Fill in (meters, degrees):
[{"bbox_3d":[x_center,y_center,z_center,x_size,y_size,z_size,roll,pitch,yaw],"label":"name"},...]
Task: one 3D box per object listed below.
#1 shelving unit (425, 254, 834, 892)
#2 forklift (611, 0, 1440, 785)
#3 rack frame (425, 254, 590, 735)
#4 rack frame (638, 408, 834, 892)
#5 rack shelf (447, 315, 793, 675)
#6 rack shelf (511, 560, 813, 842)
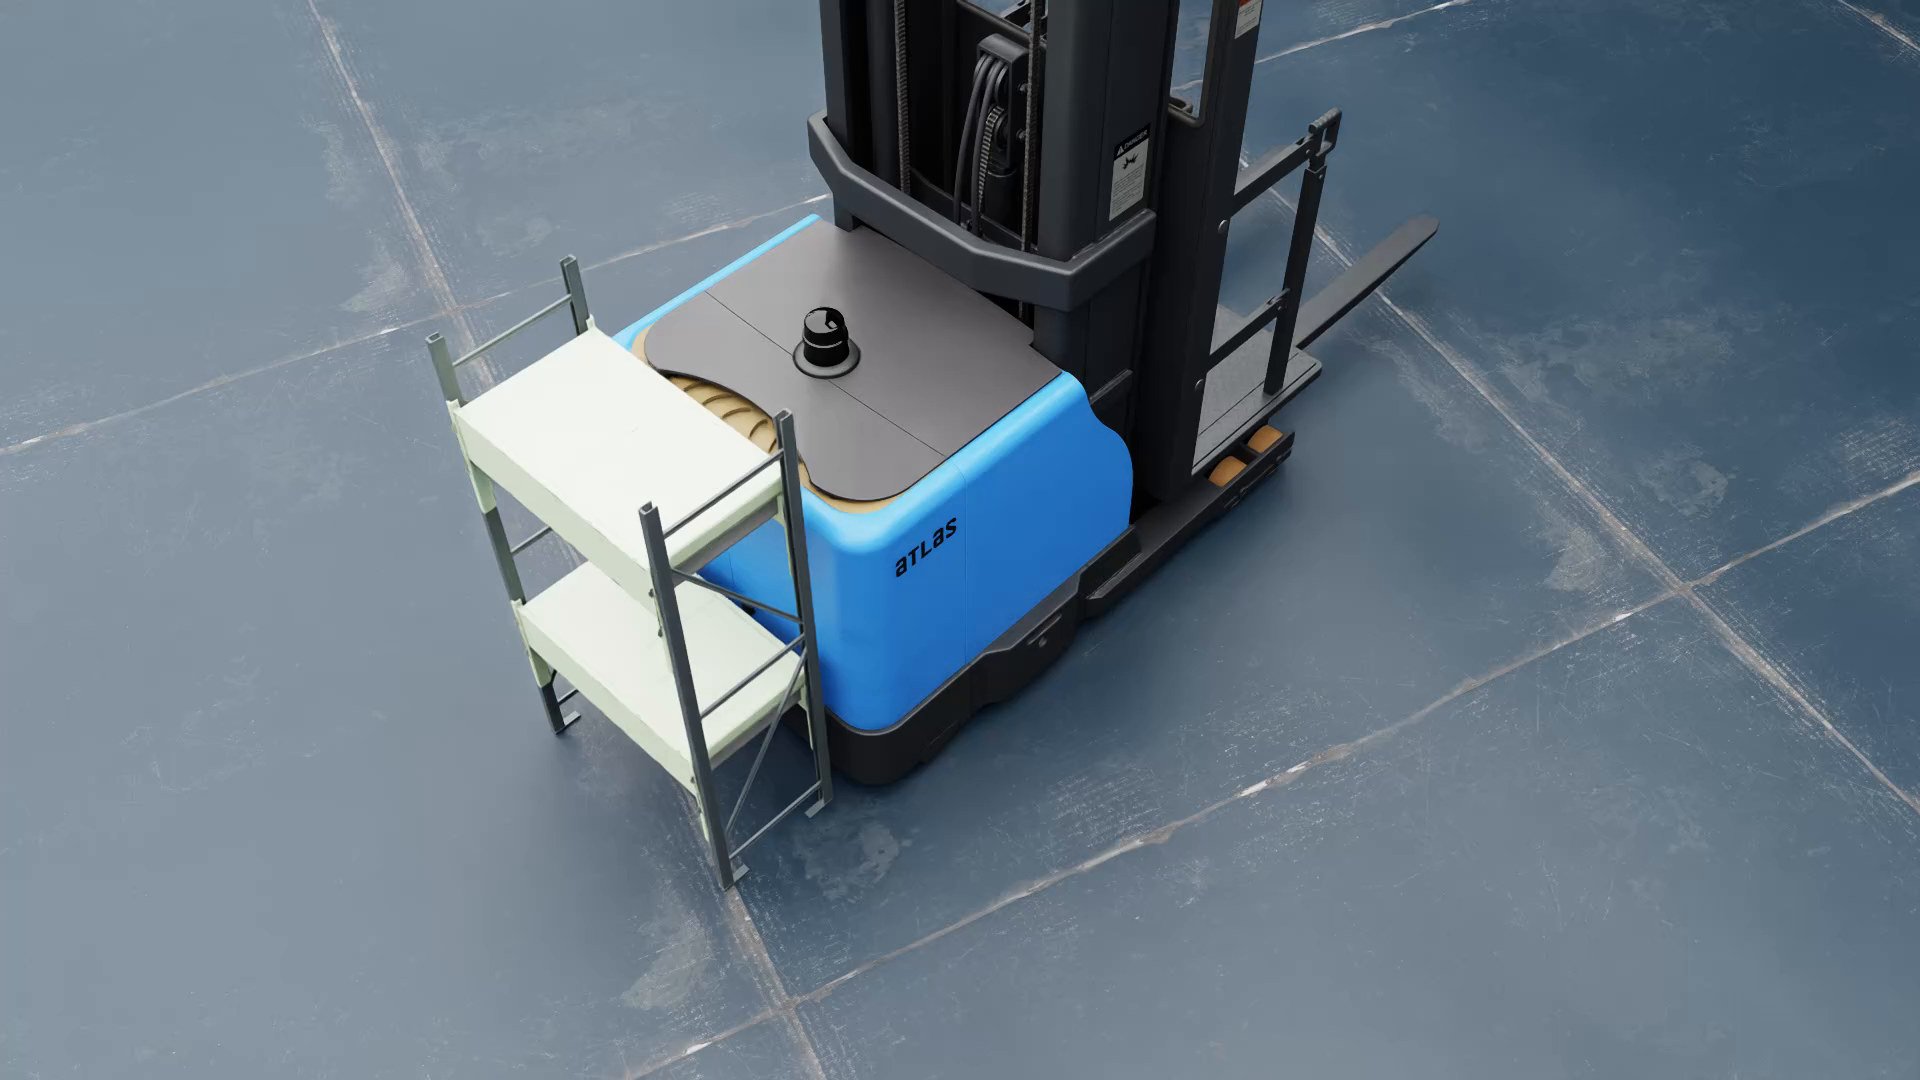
[{"bbox_3d":[-0.762,0.139,4.132,0.755,1.500,0.431,36,58,27],"label":"shelving unit"},{"bbox_3d":[0.435,-1.309,4.447,1.130,2.935,3.031,36,58,27],"label":"forklift"},{"bbox_3d":[-1.027,-0.051,4.298,0.023,1.500,0.400,36,58,27],"label":"rack frame"},{"bbox_3d":[-0.497,0.329,3.966,0.023,1.500,0.400,36,58,27],"label":"rack frame"},{"bbox_3d":[-0.762,-0.118,3.838,0.720,0.370,0.431,36,58,27],"label":"rack shelf"},{"bbox_3d":[-0.762,0.354,4.377,0.720,0.370,0.431,36,58,27],"label":"rack shelf"}]
